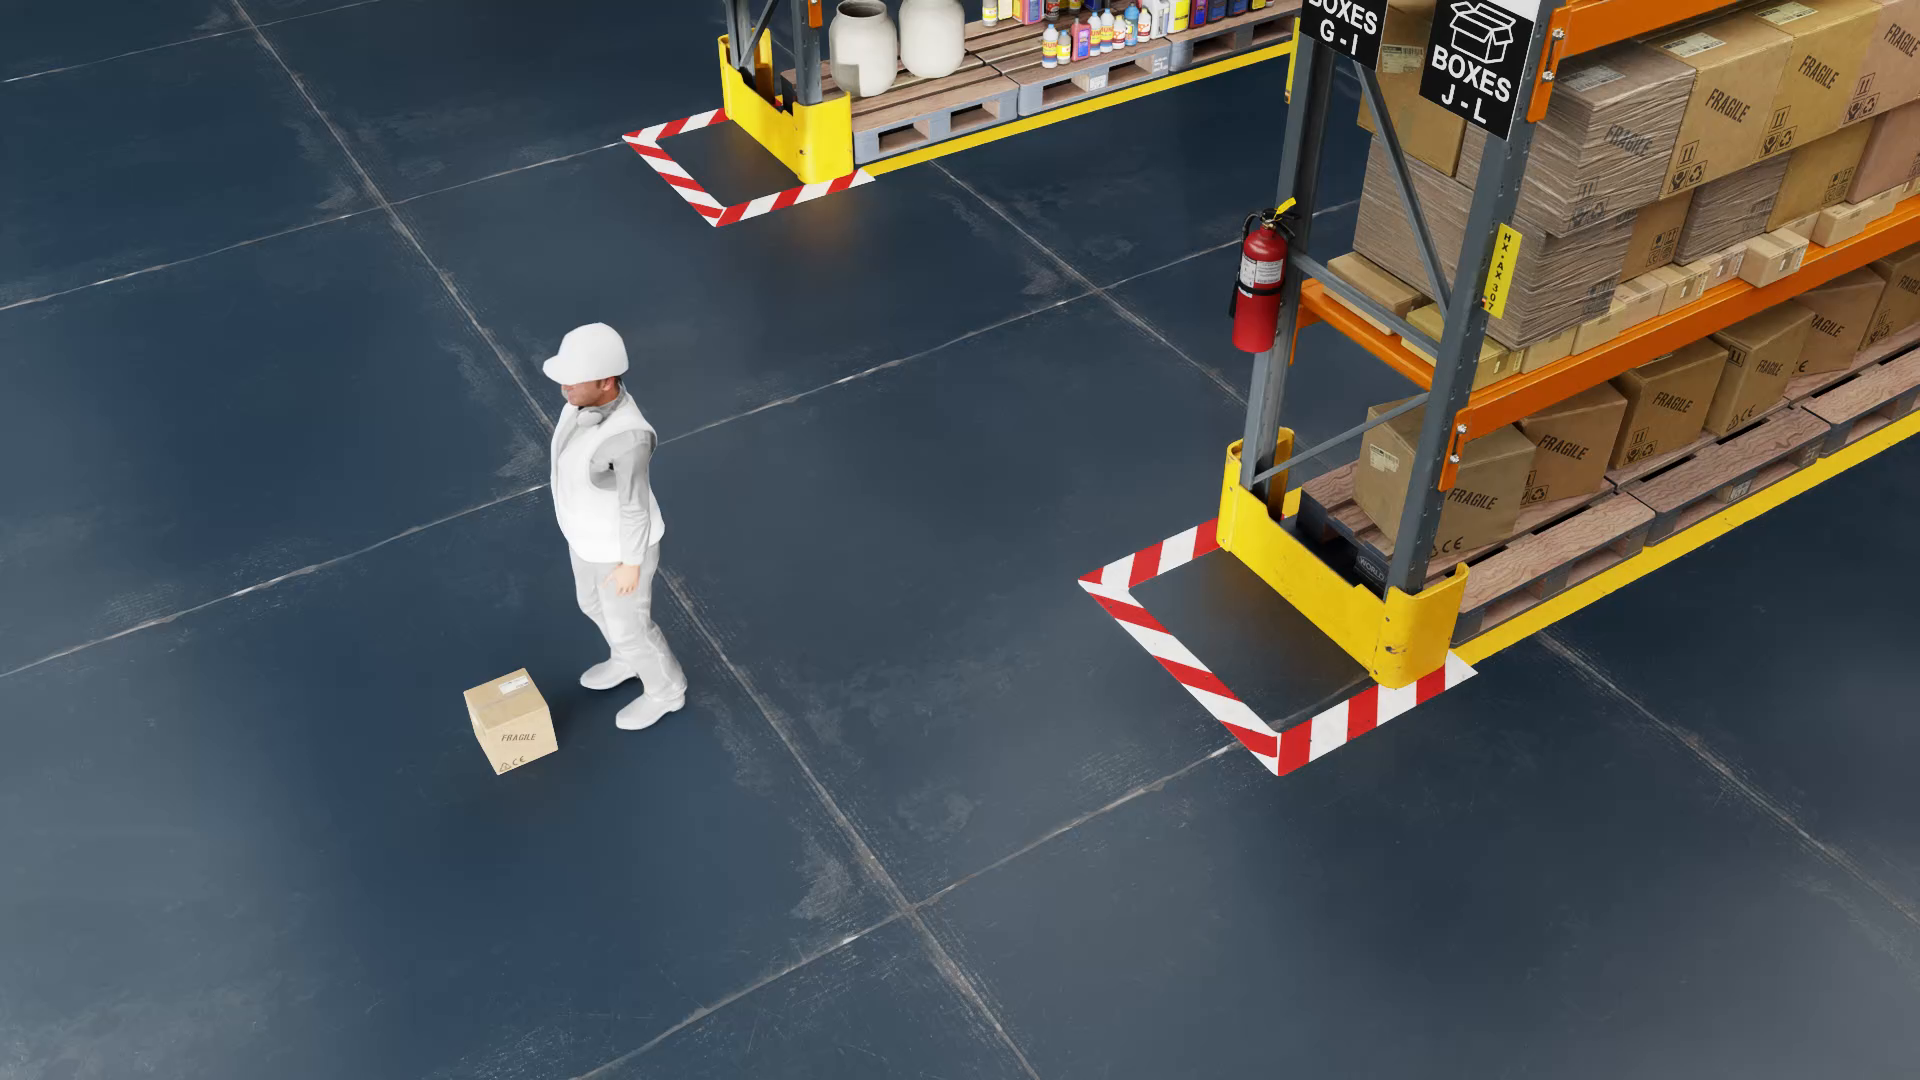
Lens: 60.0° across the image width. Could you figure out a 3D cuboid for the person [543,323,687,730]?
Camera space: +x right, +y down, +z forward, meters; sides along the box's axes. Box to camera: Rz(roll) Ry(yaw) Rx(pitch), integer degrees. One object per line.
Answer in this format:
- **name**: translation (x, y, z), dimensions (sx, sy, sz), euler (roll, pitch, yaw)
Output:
- **person**: translation (-1.298, -0.030, 6.181), dimensions (0.375, 1.765, 0.532), euler (-21, 45, -23)
